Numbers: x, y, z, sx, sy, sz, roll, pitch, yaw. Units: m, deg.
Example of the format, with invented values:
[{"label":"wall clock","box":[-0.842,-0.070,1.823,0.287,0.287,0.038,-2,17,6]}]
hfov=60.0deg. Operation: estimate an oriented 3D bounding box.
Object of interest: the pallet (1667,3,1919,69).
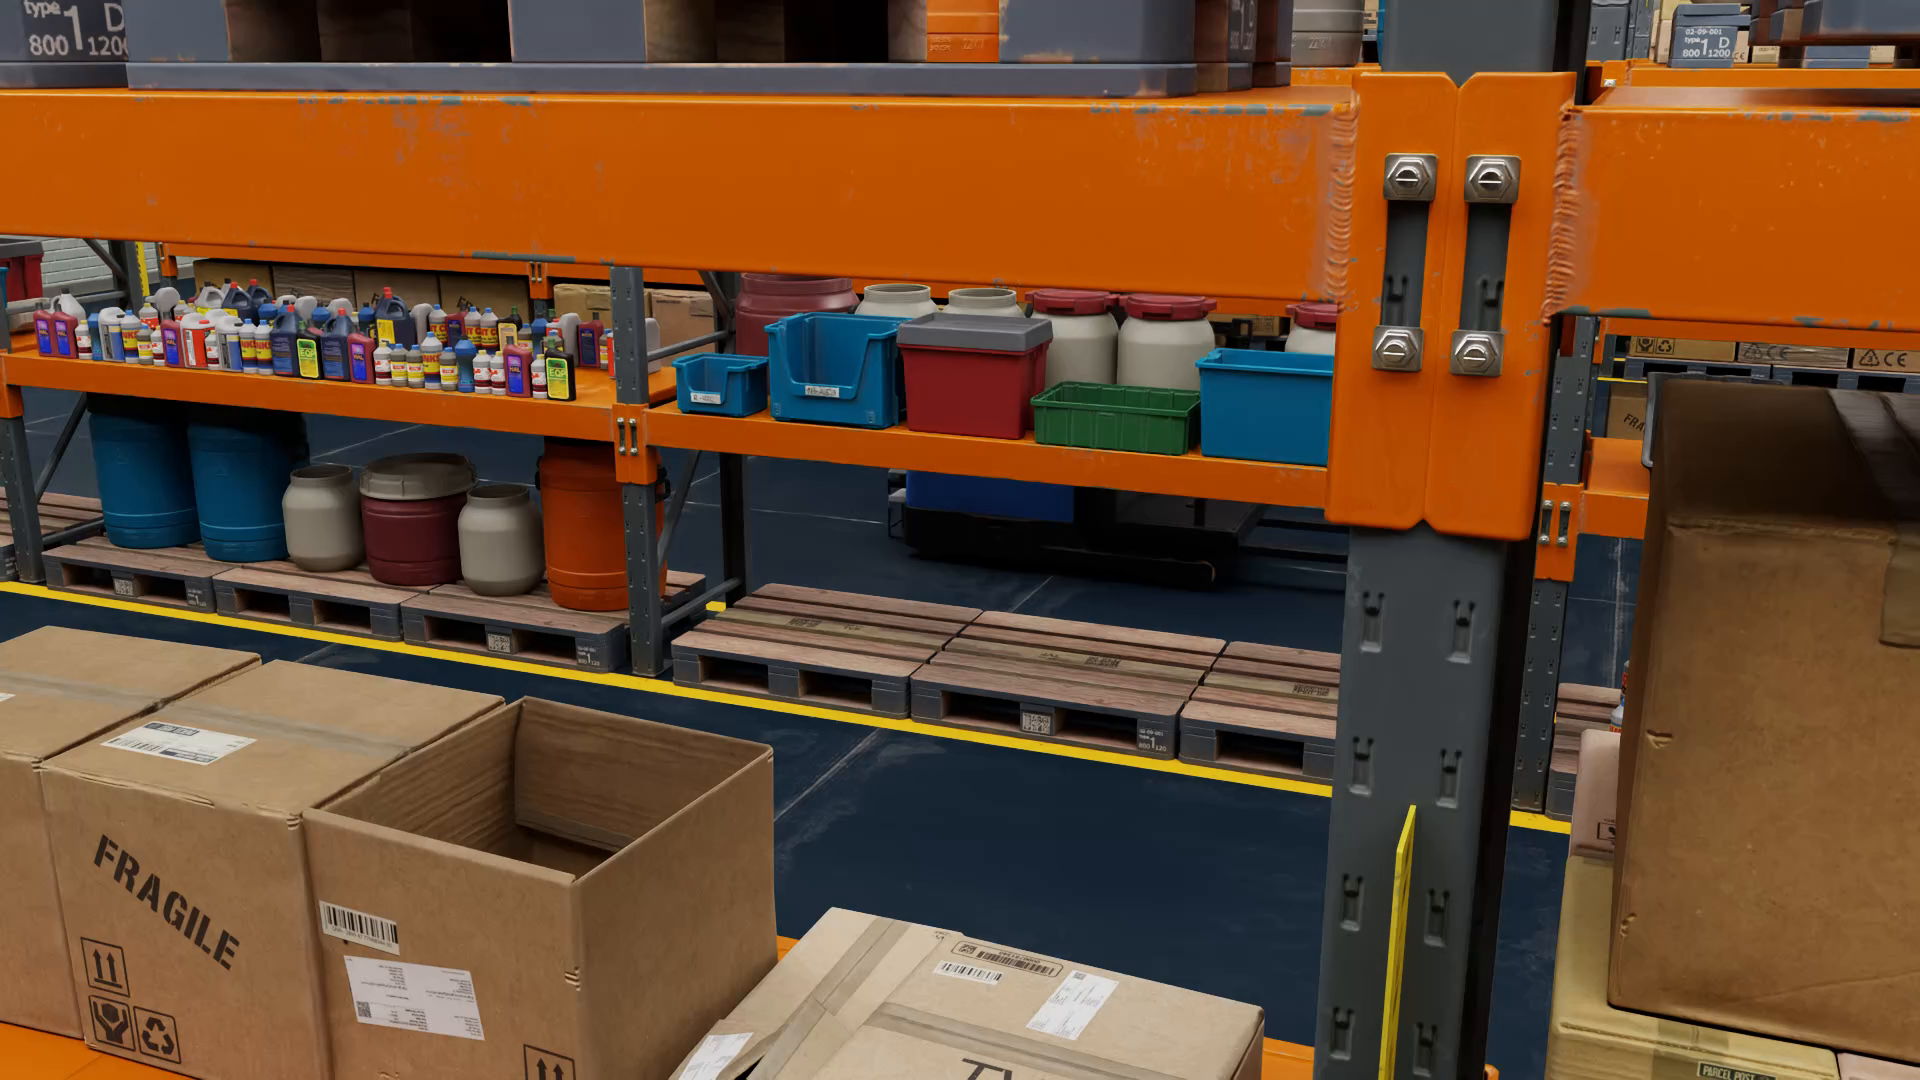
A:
[{"label":"pallet","box":[3.103,-1.808,5.979,1.003,0.211,1.213,6,17,21]}]

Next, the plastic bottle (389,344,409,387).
[{"label":"plastic bottle","box":[-2.717,-0.851,8.080,0.097,0.201,0.097,0,16,0]}]

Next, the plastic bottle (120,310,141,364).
[{"label":"plastic bottle","box":[-4.317,-1.060,8.677,0.097,0.271,0.097,0,16,0]}]

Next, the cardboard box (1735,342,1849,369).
[{"label":"cardboard box","box":[7.526,-2.075,14.997,0.875,0.875,0.875,6,17,21]}]

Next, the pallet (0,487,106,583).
[{"label":"pallet","box":[-5.745,-0.051,9.970,1.213,0.211,1.003,6,17,21]}]

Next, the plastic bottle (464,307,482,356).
[{"label":"plastic bottle","box":[-2.567,-1.095,8.797,0.097,0.271,0.097,0,16,0]}]

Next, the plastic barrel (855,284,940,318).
[{"label":"plastic barrel","box":[-0.290,-0.919,7.760,0.421,0.512,0.421,0,16,0]}]

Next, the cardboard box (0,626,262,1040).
[{"label":"cardboard box","box":[-1.579,0.488,2.933,0.500,0.500,0.500,5,17,18]}]

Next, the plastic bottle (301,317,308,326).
[{"label":"plastic bottle","box":[-3.347,-0.997,8.458,0.097,0.271,0.097,0,16,0]}]

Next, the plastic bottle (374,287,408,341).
[{"label":"plastic bottle","box":[-3.047,-1.179,8.944,0.185,0.351,0.144,6,17,21]}]

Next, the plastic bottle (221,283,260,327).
[{"label":"plastic bottle","box":[-3.952,-1.236,9.138,0.185,0.351,0.144,6,17,21]}]

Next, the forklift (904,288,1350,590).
[{"label":"forklift","box":[1.240,-1.296,9.381,3.031,2.935,1.130,6,17,19]}]

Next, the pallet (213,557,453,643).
[{"label":"pallet","box":[-3.205,0.229,9.008,1.213,0.211,1.003,6,17,21]}]

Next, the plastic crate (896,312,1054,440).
[{"label":"plastic crate","box":[0.066,-0.702,7.095,0.583,0.464,0.402,6,17,21]}]

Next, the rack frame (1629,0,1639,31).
[{"label":"rack frame","box":[4.213,-4.672,10.126,0.127,3.000,1.000,6,17,21]}]

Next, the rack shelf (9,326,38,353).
[{"label":"rack shelf","box":[-6.907,-1.184,10.162,4.000,0.370,1.077,6,17,21]}]

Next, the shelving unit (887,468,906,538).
[{"label":"shelving unit","box":[-0.301,-0.463,10.156,0.210,0.900,0.258,6,17,19]}]

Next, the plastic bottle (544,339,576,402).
[{"label":"plastic bottle","box":[-1.858,-0.790,7.725,0.133,0.283,0.061,6,17,21]}]

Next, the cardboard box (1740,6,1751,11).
[{"label":"cardboard box","box":[4.675,-3.228,10.087,0.250,0.149,0.380,5,17,18]}]

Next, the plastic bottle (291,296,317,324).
[{"label":"plastic bottle","box":[-3.627,-1.206,9.170,0.135,0.276,0.152,6,17,21]}]

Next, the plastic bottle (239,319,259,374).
[{"label":"plastic bottle","box":[-3.581,-0.979,8.398,0.097,0.271,0.097,0,16,0]}]

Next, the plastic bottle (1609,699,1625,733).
[{"label":"plastic bottle","box":[2.531,0.739,6.353,0.097,0.271,0.097,0,16,0]}]

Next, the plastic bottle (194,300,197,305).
[{"label":"plastic bottle","box":[-4.221,-1.271,9.395,0.135,0.276,0.152,6,17,21]}]

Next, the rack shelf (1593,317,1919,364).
[{"label":"rack shelf","box":[6.073,-1.241,10.358,4.000,0.370,1.077,6,17,21]}]

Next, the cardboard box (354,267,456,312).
[{"label":"cardboard box","box":[-4.651,-1.971,14.640,0.875,0.875,0.875,6,17,21]}]

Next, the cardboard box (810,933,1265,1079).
[{"label":"cardboard box","box":[0.101,0.811,2.269,0.500,0.250,0.500,7,18,24]}]

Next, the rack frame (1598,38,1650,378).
[{"label":"rack frame","box":[6.127,-3.067,15.358,0.127,3.000,1.000,6,17,21]}]

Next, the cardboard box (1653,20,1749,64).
[{"label":"cardboard box","box":[4.538,-3.047,10.178,0.500,0.250,0.500,6,17,18]}]

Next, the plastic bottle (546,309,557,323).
[{"label":"plastic bottle","box":[-2.148,-1.060,8.656,0.133,0.283,0.061,6,17,21]}]

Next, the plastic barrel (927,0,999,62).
[{"label":"plastic barrel","box":[-0.033,-2.355,6.755,0.708,0.830,0.600,6,17,21]}]

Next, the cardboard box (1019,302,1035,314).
[{"label":"cardboard box","box":[0.718,-2.581,17.414,0.500,0.500,0.500,5,17,18]}]

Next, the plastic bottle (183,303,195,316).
[{"label":"plastic bottle","box":[-4.341,-1.239,9.416,0.097,0.201,0.097,0,16,0]}]

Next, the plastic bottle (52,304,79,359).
[{"label":"plastic bottle","box":[-4.738,-1.107,8.815,0.133,0.283,0.061,6,17,21]}]

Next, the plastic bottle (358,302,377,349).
[{"label":"plastic bottle","box":[-3.192,-1.146,8.971,0.097,0.271,0.097,0,16,0]}]

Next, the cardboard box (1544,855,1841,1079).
[{"label":"cardboard box","box":[0.754,0.496,1.742,0.250,0.149,0.380,6,17,21]}]

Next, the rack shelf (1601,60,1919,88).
[{"label":"rack shelf","box":[4.256,-1.397,5.515,4.000,0.370,1.077,6,17,21]}]

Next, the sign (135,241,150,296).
[{"label":"sign","box":[-4.843,-1.600,9.809,0.005,0.325,0.100,6,17,21]}]

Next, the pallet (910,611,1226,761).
[{"label":"pallet","box":[0.512,0.638,7.597,1.213,0.211,1.003,6,17,21]}]

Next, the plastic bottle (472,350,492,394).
[{"label":"plastic bottle","box":[-2.264,-0.801,7.909,0.097,0.201,0.097,0,16,0]}]

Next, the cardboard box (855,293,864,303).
[{"label":"cardboard box","box":[-0.969,-1.551,13.192,0.875,0.875,1.225,6,17,21]}]

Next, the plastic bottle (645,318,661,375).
[{"label":"plastic bottle","box":[-1.609,-0.984,8.406,0.135,0.276,0.152,6,17,21]}]

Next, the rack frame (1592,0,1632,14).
[{"label":"rack frame","box":[2.396,-3.387,5.701,0.127,3.000,1.000,6,17,21]}]

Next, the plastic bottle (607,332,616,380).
[{"label":"plastic bottle","box":[-1.665,-0.945,8.270,0.135,0.276,0.152,6,17,21]}]

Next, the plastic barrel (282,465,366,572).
[{"label":"plastic barrel","box":[-3.395,-0.118,8.910,0.421,0.512,0.421,0,16,0]}]

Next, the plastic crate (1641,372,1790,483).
[{"label":"plastic crate","box":[2.836,-0.390,6.248,0.504,0.338,0.767,6,17,21]}]

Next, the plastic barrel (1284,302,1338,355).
[{"label":"plastic barrel","box":[1.586,-0.726,7.052,0.433,0.535,0.433,0,16,0]}]

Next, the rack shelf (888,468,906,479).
[{"label":"rack shelf","box":[-0.301,-0.431,10.165,0.200,0.077,0.258,6,17,19]}]

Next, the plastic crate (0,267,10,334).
[{"label":"plastic crate","box":[-5.606,-1.305,9.210,0.575,0.384,0.392,6,17,21]}]

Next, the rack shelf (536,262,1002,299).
[{"label":"rack shelf","box":[-1.369,-2.059,13.177,4.000,0.370,1.077,6,17,21]}]
